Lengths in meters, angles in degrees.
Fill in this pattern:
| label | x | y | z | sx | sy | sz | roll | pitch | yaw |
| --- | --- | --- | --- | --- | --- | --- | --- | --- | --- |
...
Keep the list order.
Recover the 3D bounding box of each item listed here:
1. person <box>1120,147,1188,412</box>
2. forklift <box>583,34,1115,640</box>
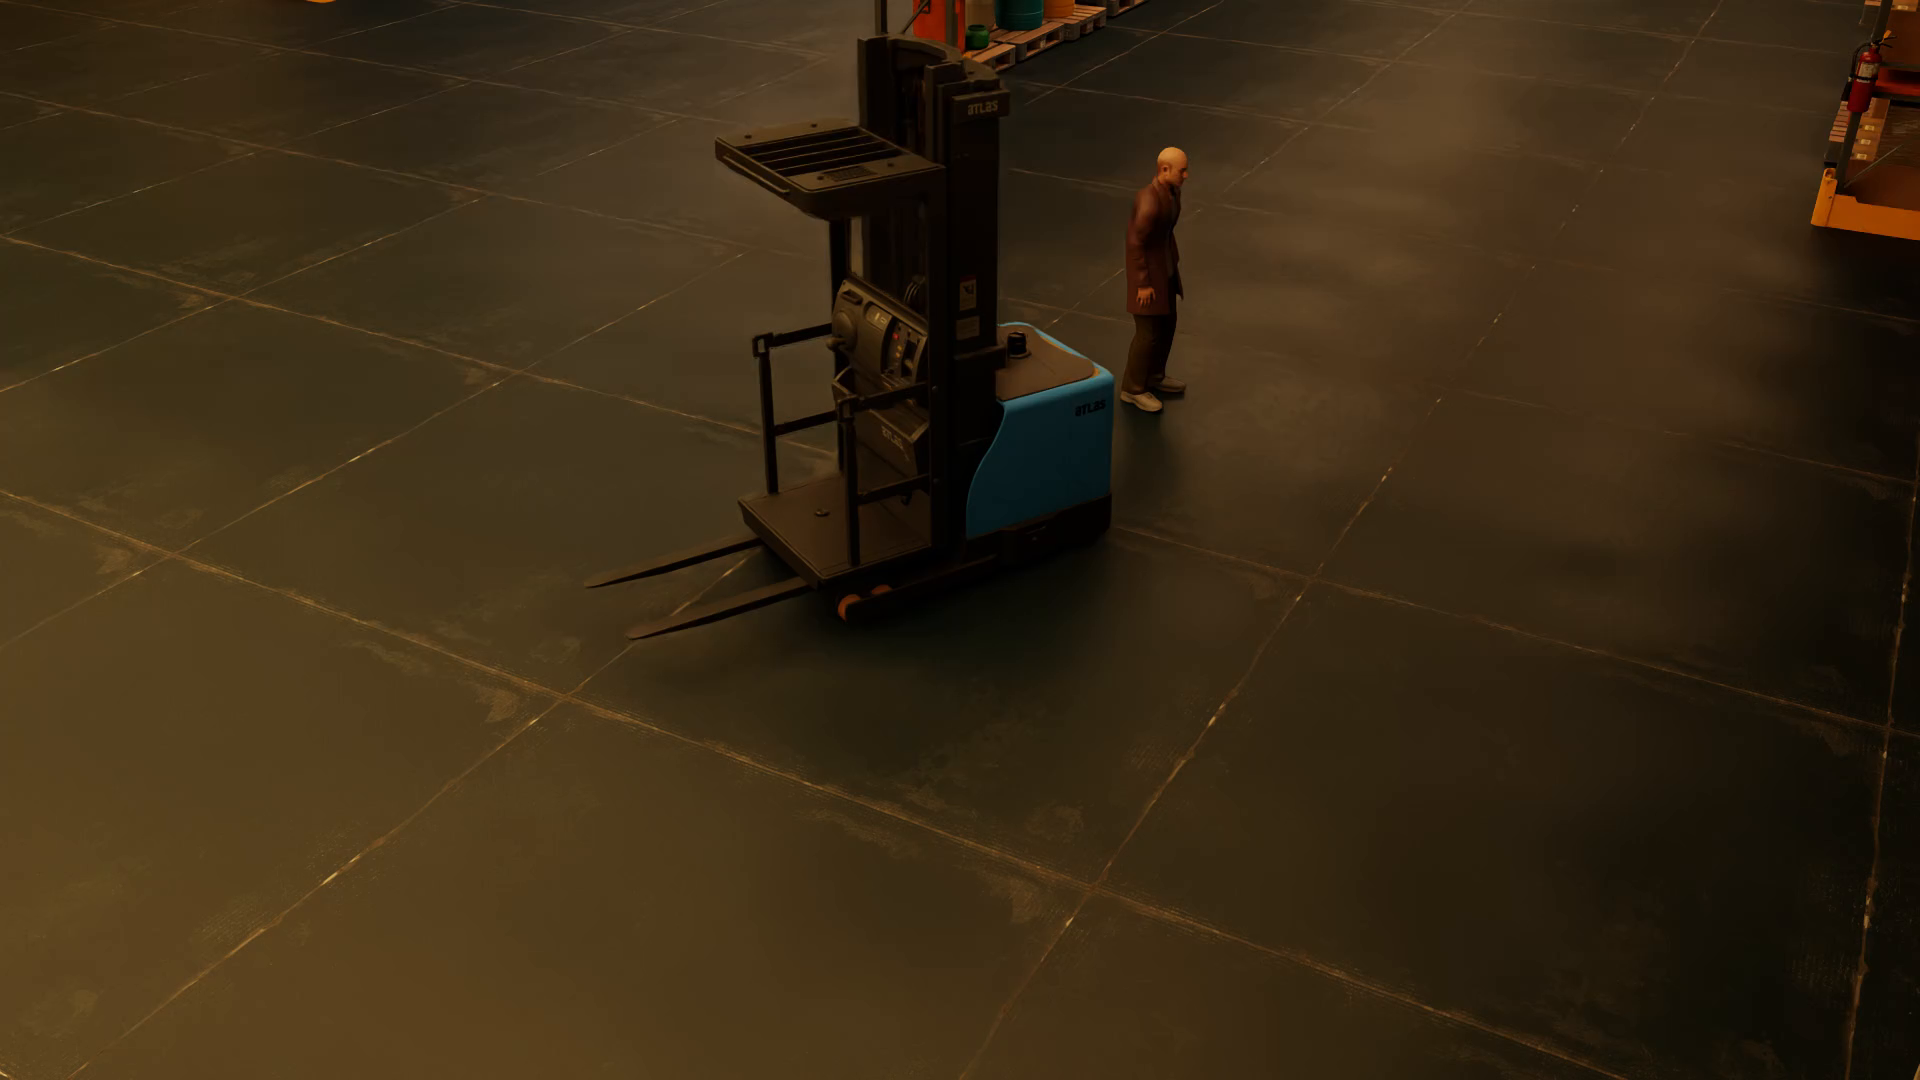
| label | x | y | z | sx | sy | sz | roll | pitch | yaw |
| --- | --- | --- | --- | --- | --- | --- | --- | --- | --- |
| person | 1.345 | -1.808 | 11.362 | 0.430 | 1.772 | 0.644 | 15 | 33 | 25 |
| forklift | -0.614 | -1.103 | 8.982 | 3.031 | 2.935 | 1.130 | -17 | 34 | -27 |
